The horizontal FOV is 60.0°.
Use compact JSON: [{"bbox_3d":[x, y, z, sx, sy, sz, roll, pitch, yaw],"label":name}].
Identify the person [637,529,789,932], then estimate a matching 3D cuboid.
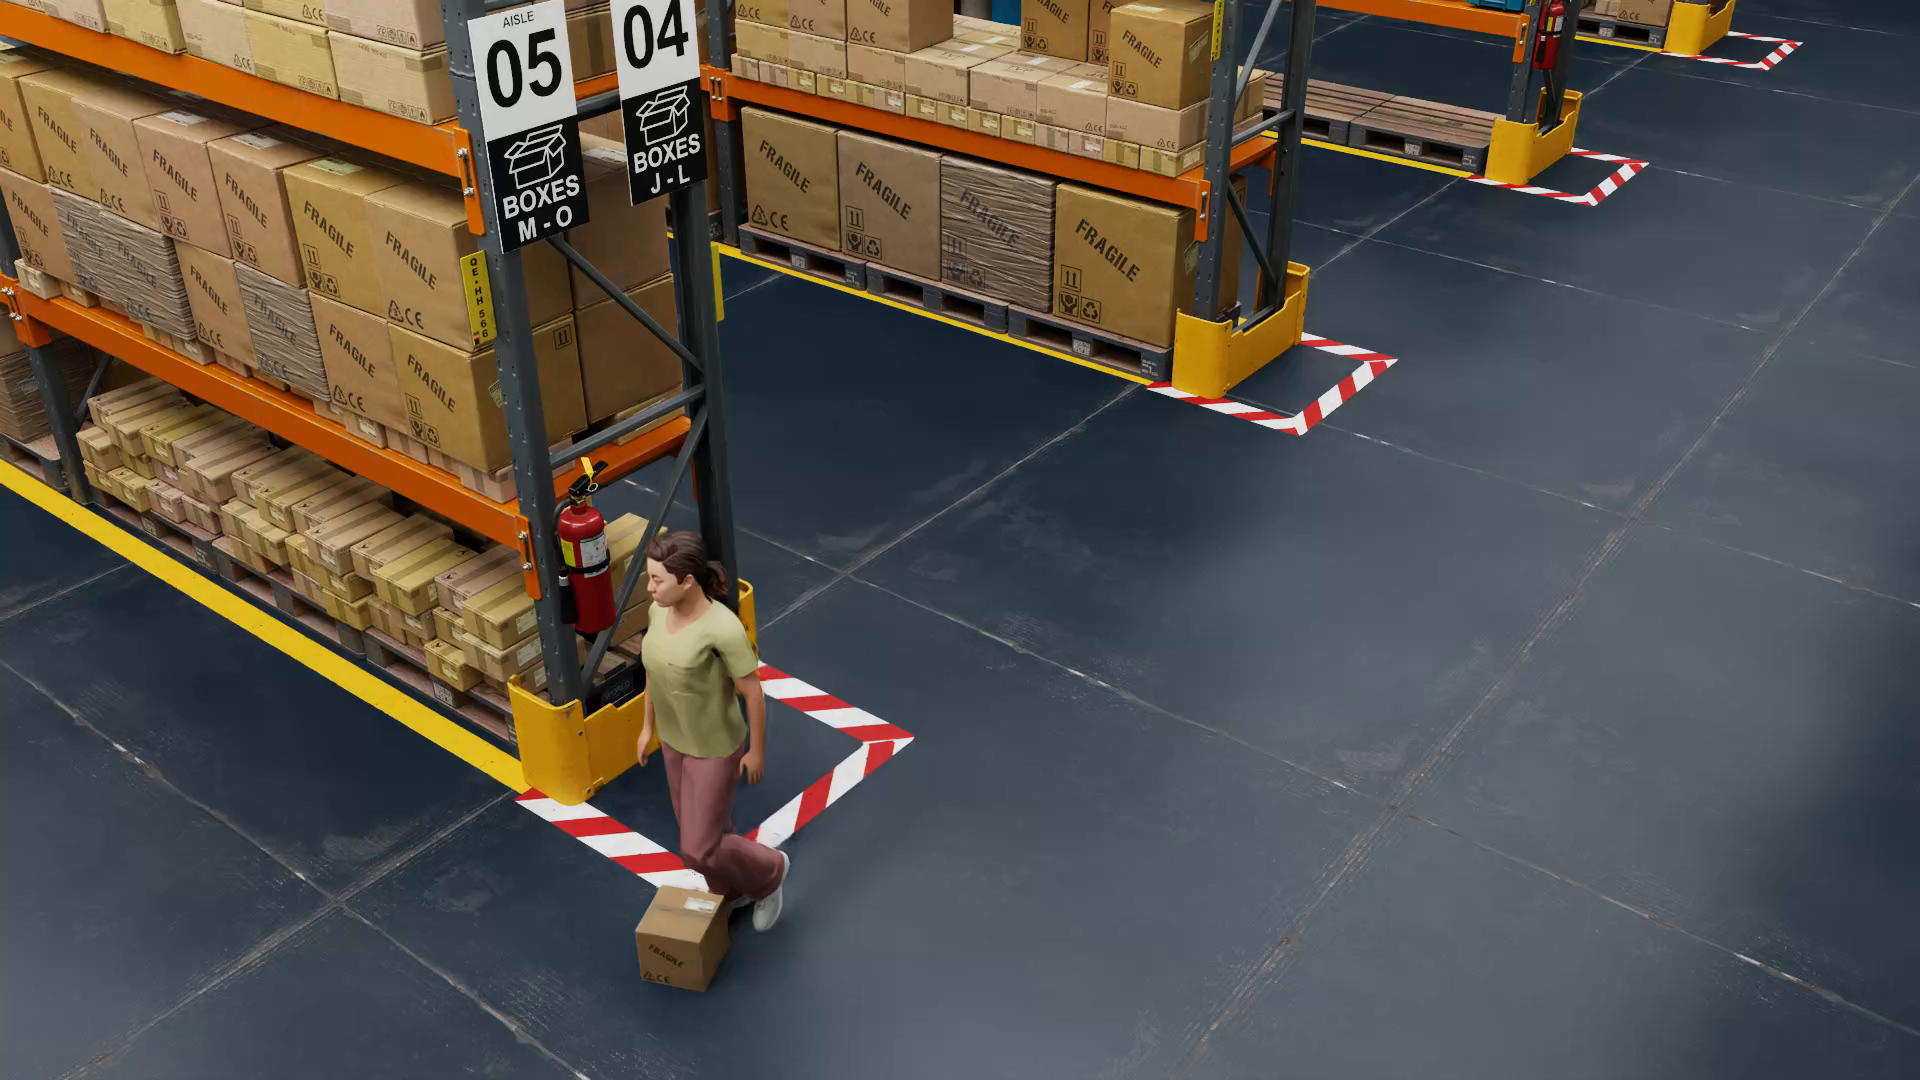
[{"bbox_3d":[-0.923,0.720,5.903,0.498,1.661,0.467,23,38,34],"label":"person"}]
